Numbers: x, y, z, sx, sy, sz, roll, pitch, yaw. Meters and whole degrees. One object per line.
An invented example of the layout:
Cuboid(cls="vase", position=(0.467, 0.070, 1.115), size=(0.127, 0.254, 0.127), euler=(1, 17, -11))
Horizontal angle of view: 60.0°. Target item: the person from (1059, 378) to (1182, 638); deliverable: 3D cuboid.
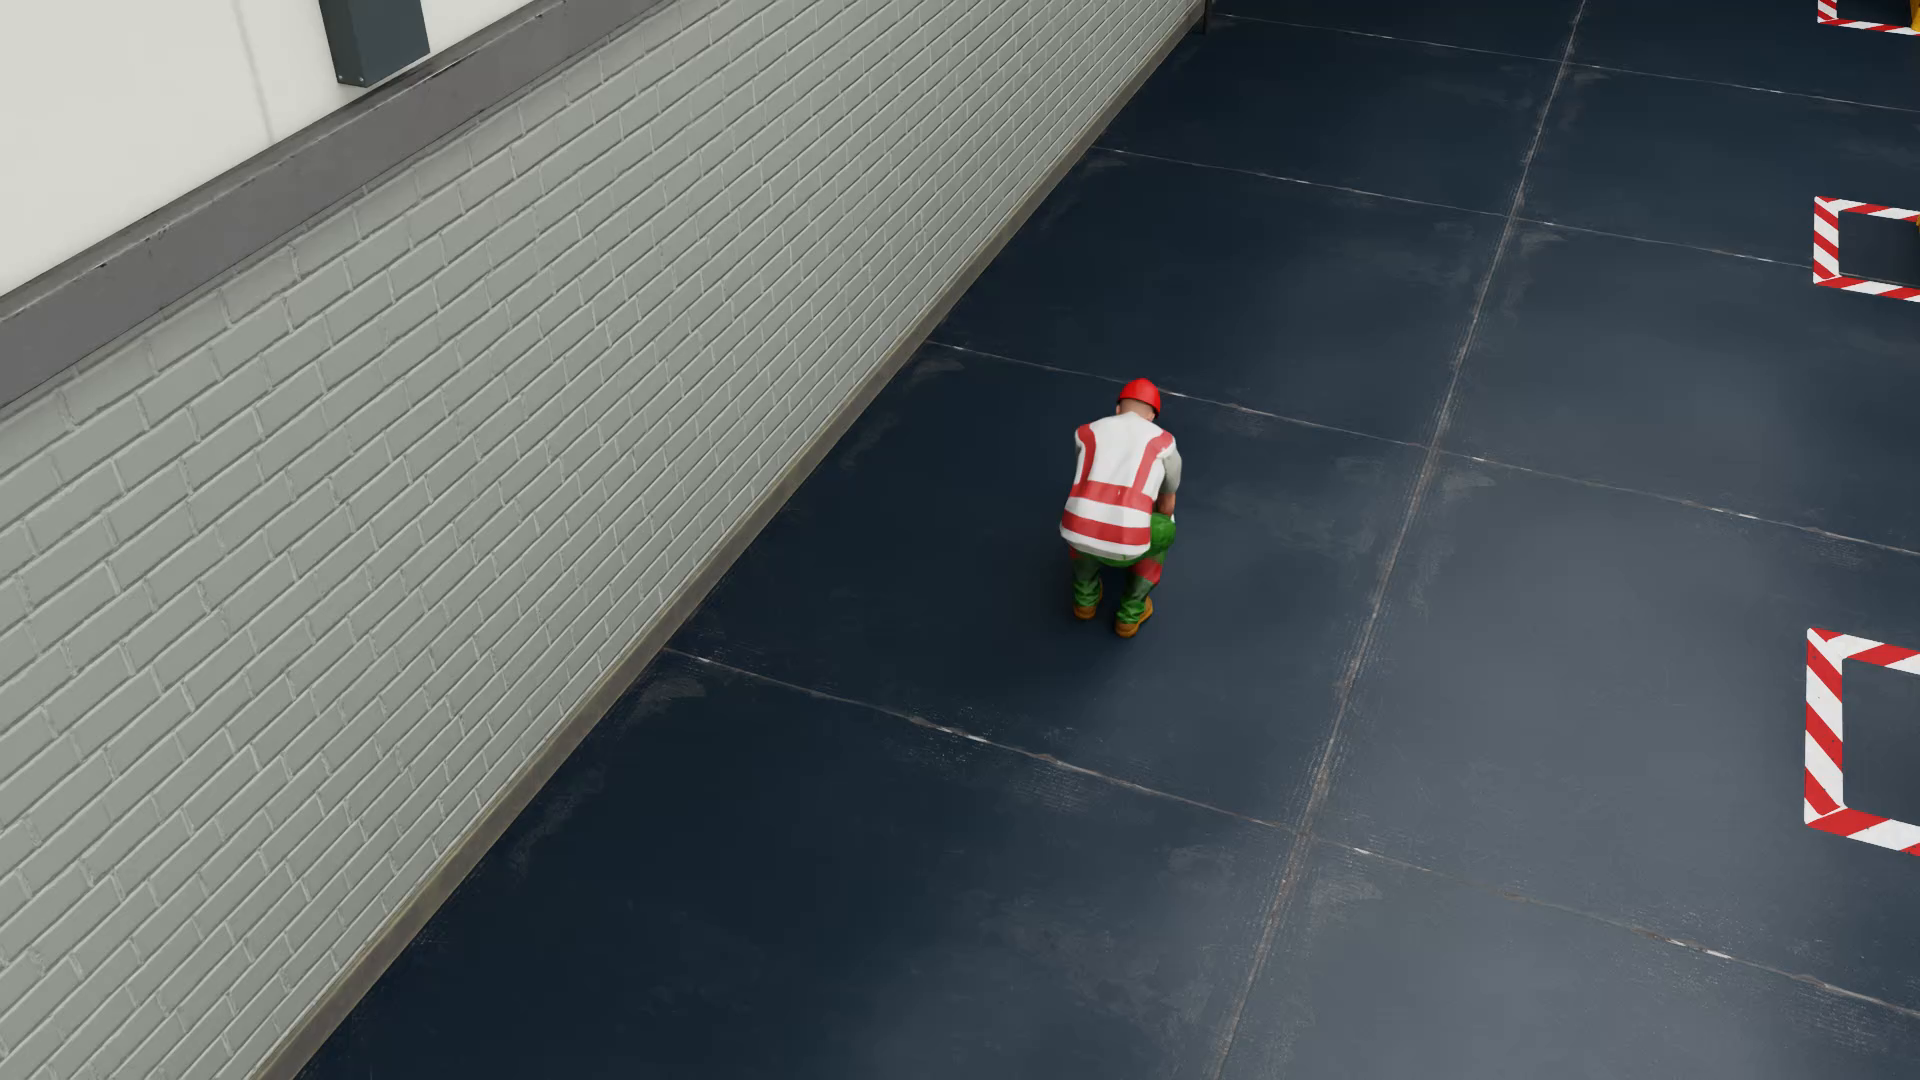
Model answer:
Cuboid(cls="person", position=(0.737, -0.126, 7.633), size=(0.533, 0.988, 0.920), euler=(13, 39, 16))
